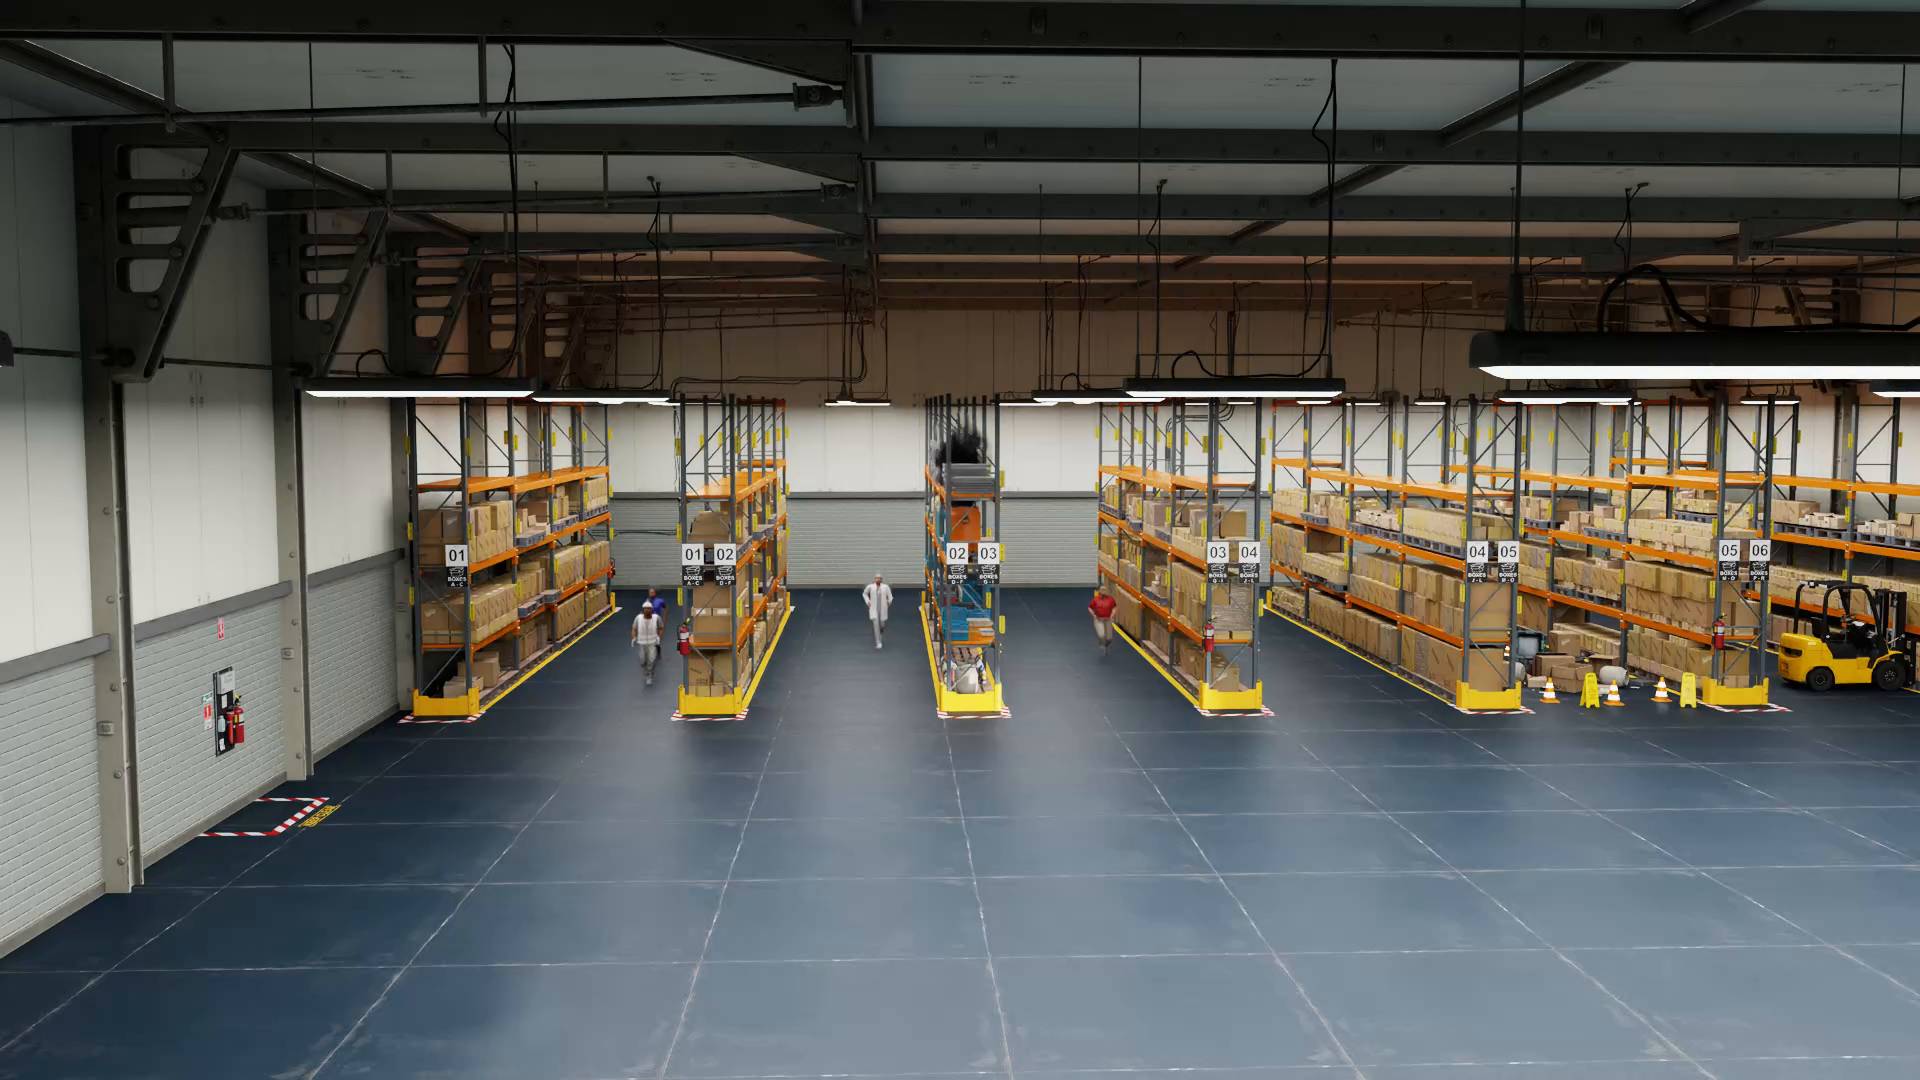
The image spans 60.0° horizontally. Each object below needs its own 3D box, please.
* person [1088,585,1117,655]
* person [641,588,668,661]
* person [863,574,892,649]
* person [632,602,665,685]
[{"bbox_3d":[3.244,1.834,37.664,0.660,1.613,0.677,0,5,-2],"label":"person"},{"bbox_3d":[-6.957,1.930,37.833,0.590,1.695,0.695,0,5,-4],"label":"person"},{"bbox_3d":[-1.979,1.740,40.074,0.711,1.678,0.899,-1,5,-8],"label":"person"},{"bbox_3d":[-6.482,2.132,34.592,0.668,1.728,0.639,-1,5,-7],"label":"person"}]
